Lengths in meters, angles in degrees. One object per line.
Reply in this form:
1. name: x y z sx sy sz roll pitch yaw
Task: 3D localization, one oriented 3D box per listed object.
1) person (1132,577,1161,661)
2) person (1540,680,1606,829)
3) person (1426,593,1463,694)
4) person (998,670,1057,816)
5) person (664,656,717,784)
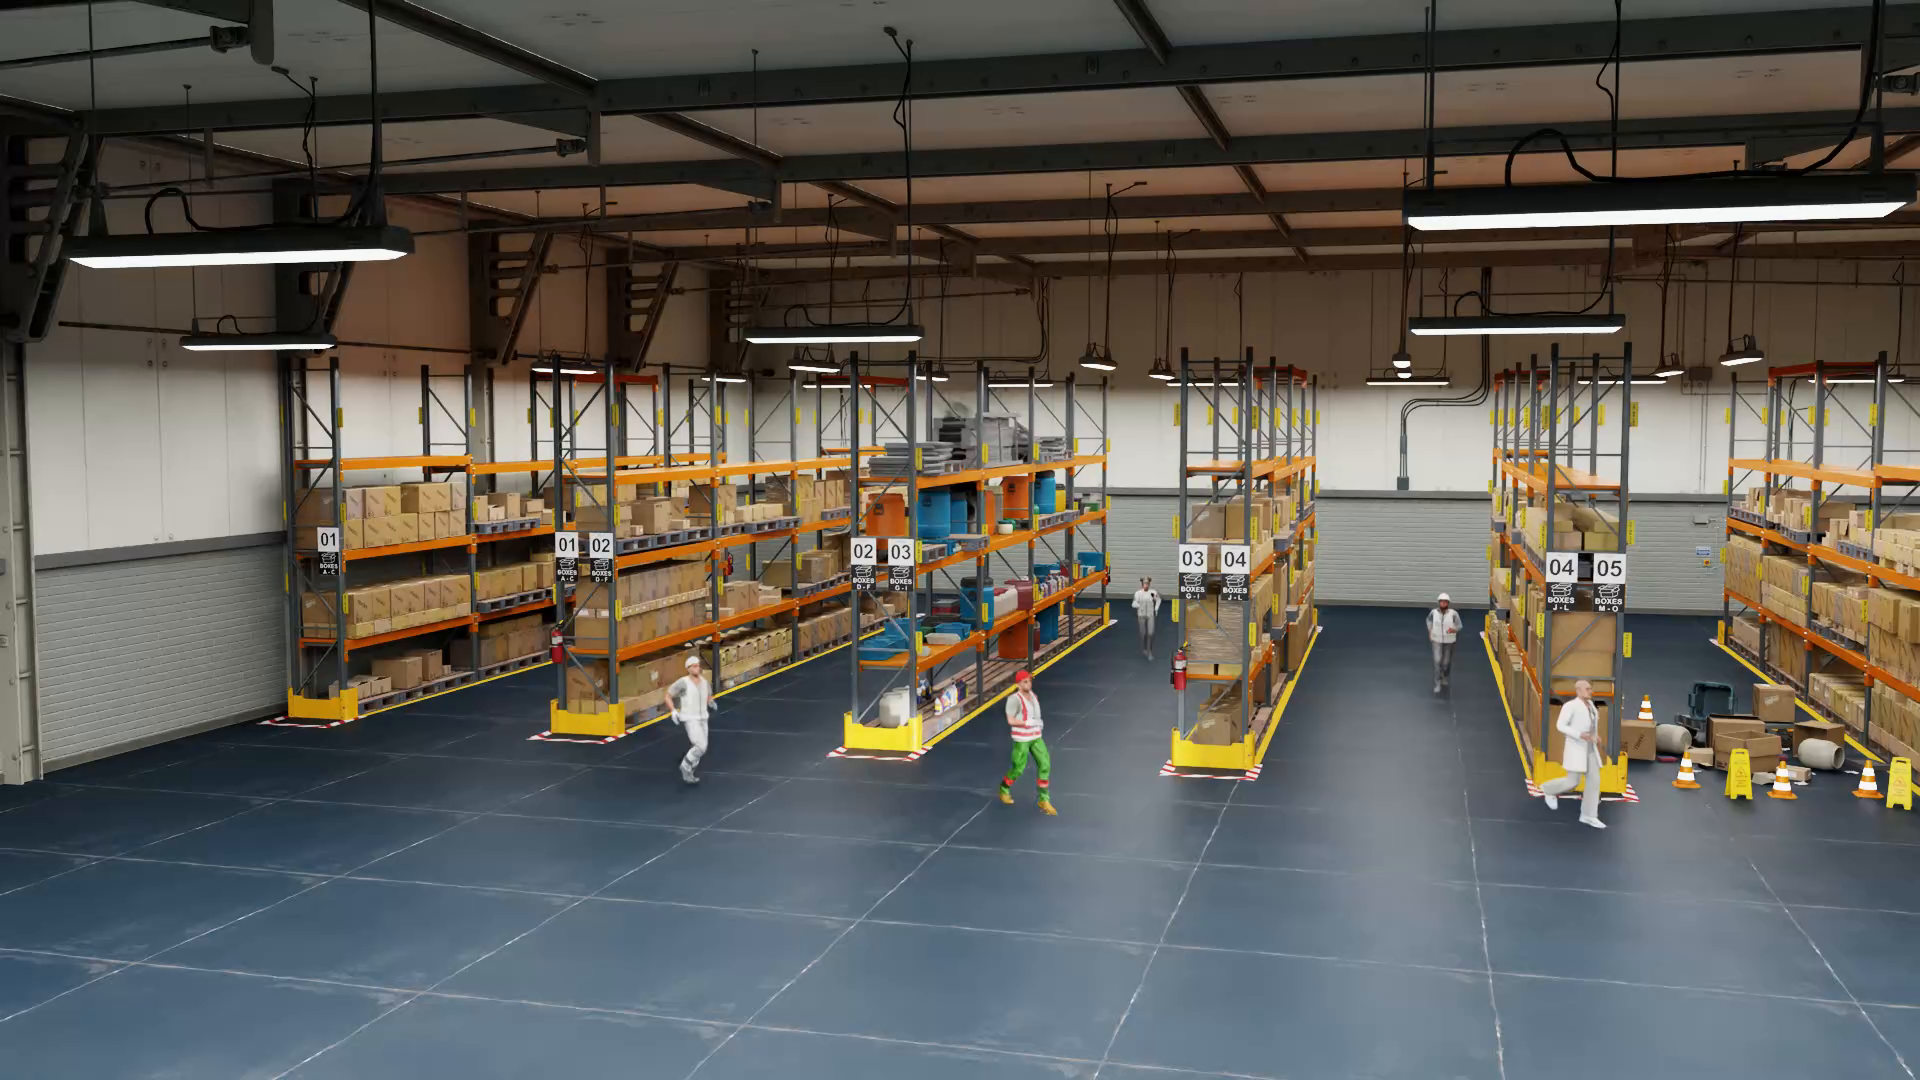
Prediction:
1. person: 3.874 1.628 34.562 0.594 1.754 0.756 1 4 8
2. person: 7.680 2.665 20.625 0.722 1.688 0.982 -2 5 -28
3. person: 8.888 1.870 30.528 0.653 1.792 0.879 1 4 17
4. person: 0.860 2.555 21.190 0.667 1.801 0.908 -4 5 -40
5. person: -3.570 2.453 22.562 0.642 1.742 0.649 4 5 40
